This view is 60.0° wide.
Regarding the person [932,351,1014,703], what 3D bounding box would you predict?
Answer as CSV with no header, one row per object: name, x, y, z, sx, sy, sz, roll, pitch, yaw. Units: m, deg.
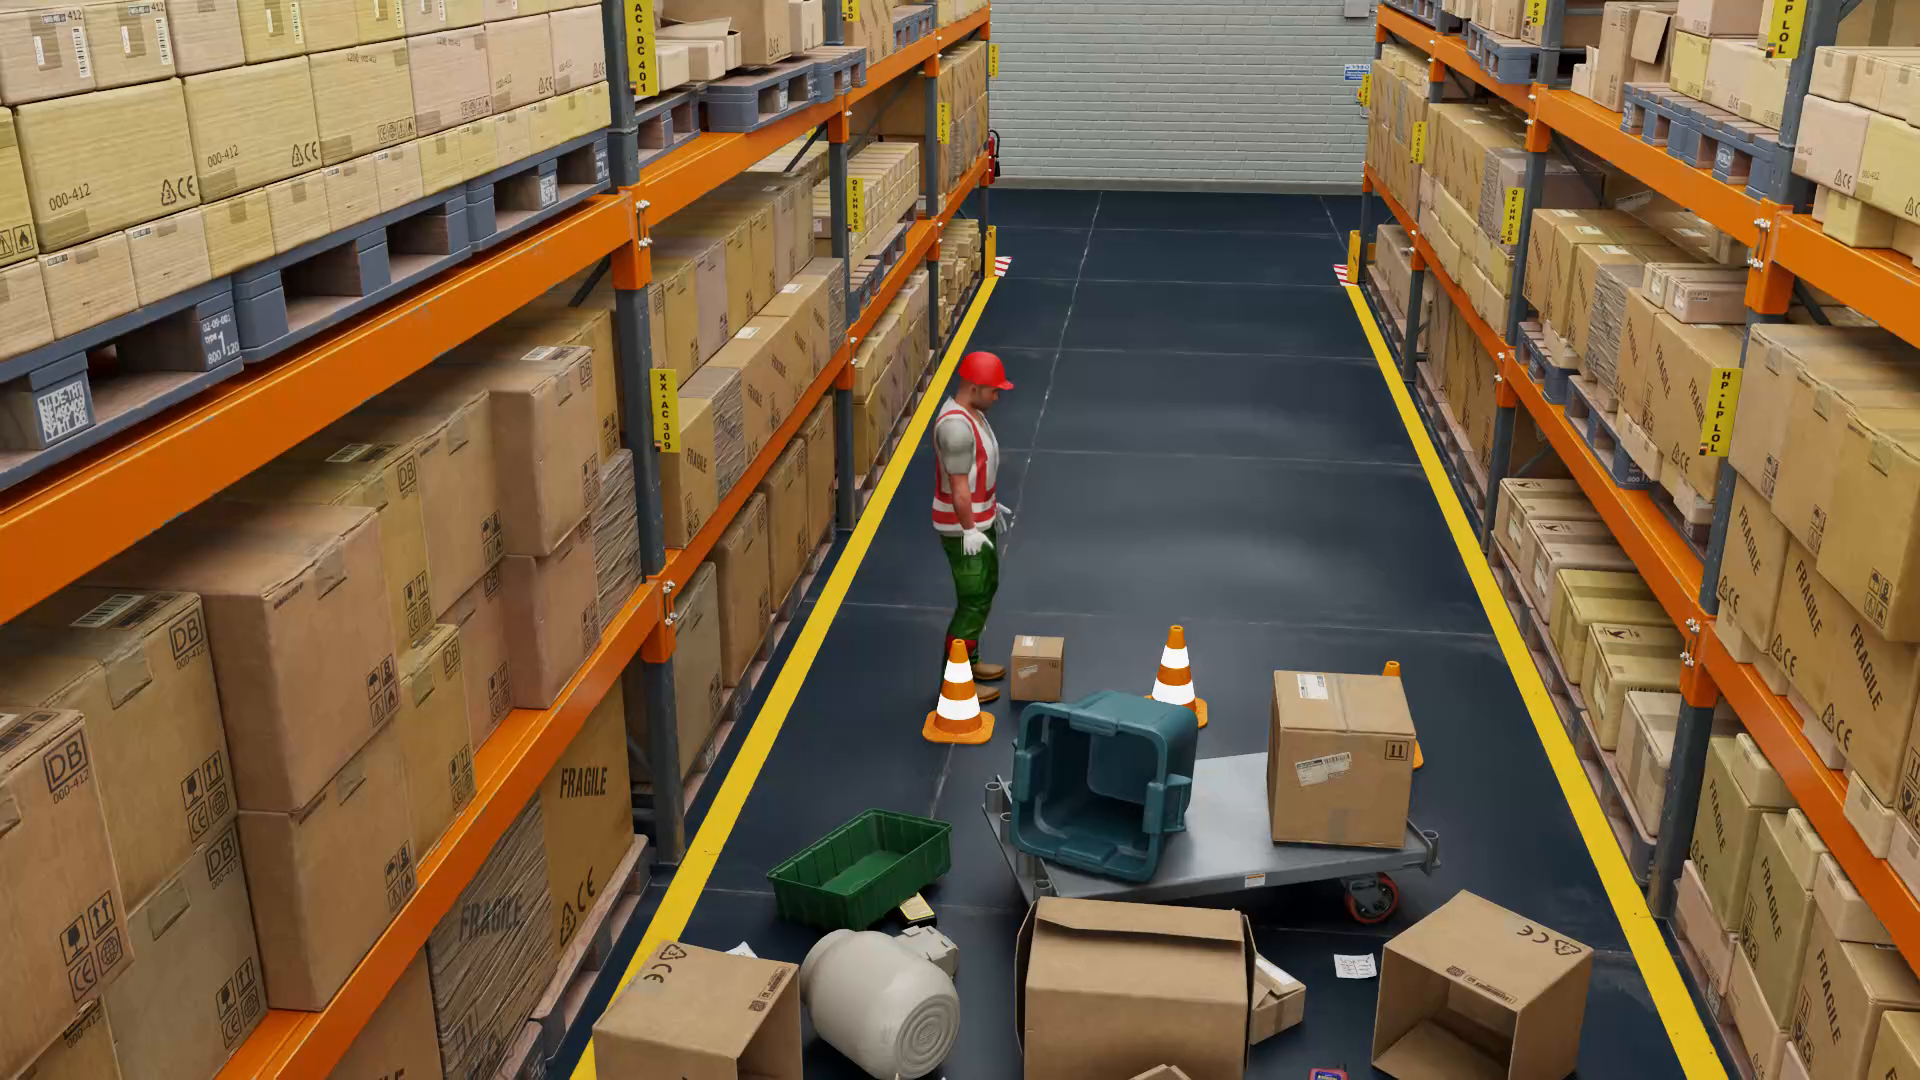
person,0.064,-0.079,8.286,0.388,1.768,0.533,3,21,7
